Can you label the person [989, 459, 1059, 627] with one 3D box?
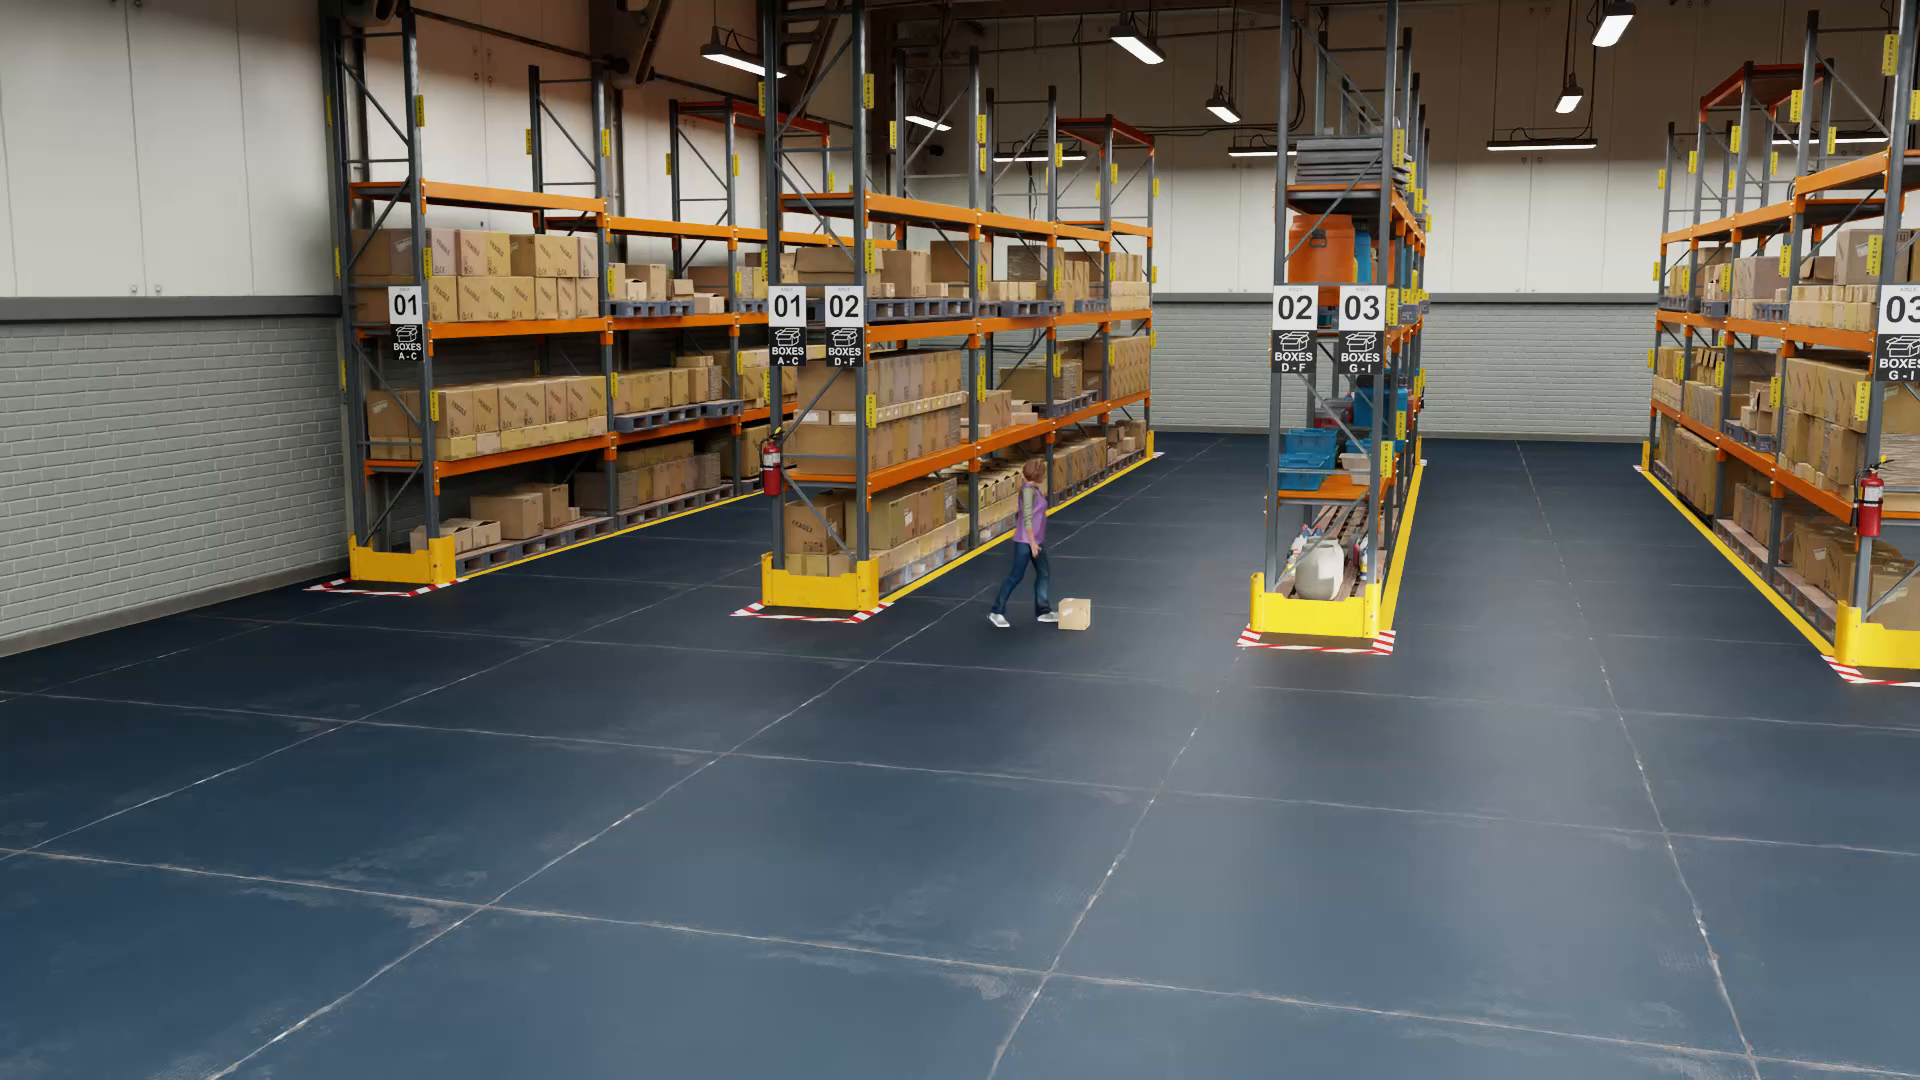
[{"bbox_3d":[0.636,0.025,15.738,0.681,1.572,0.528,2,9,14],"label":"person"}]
